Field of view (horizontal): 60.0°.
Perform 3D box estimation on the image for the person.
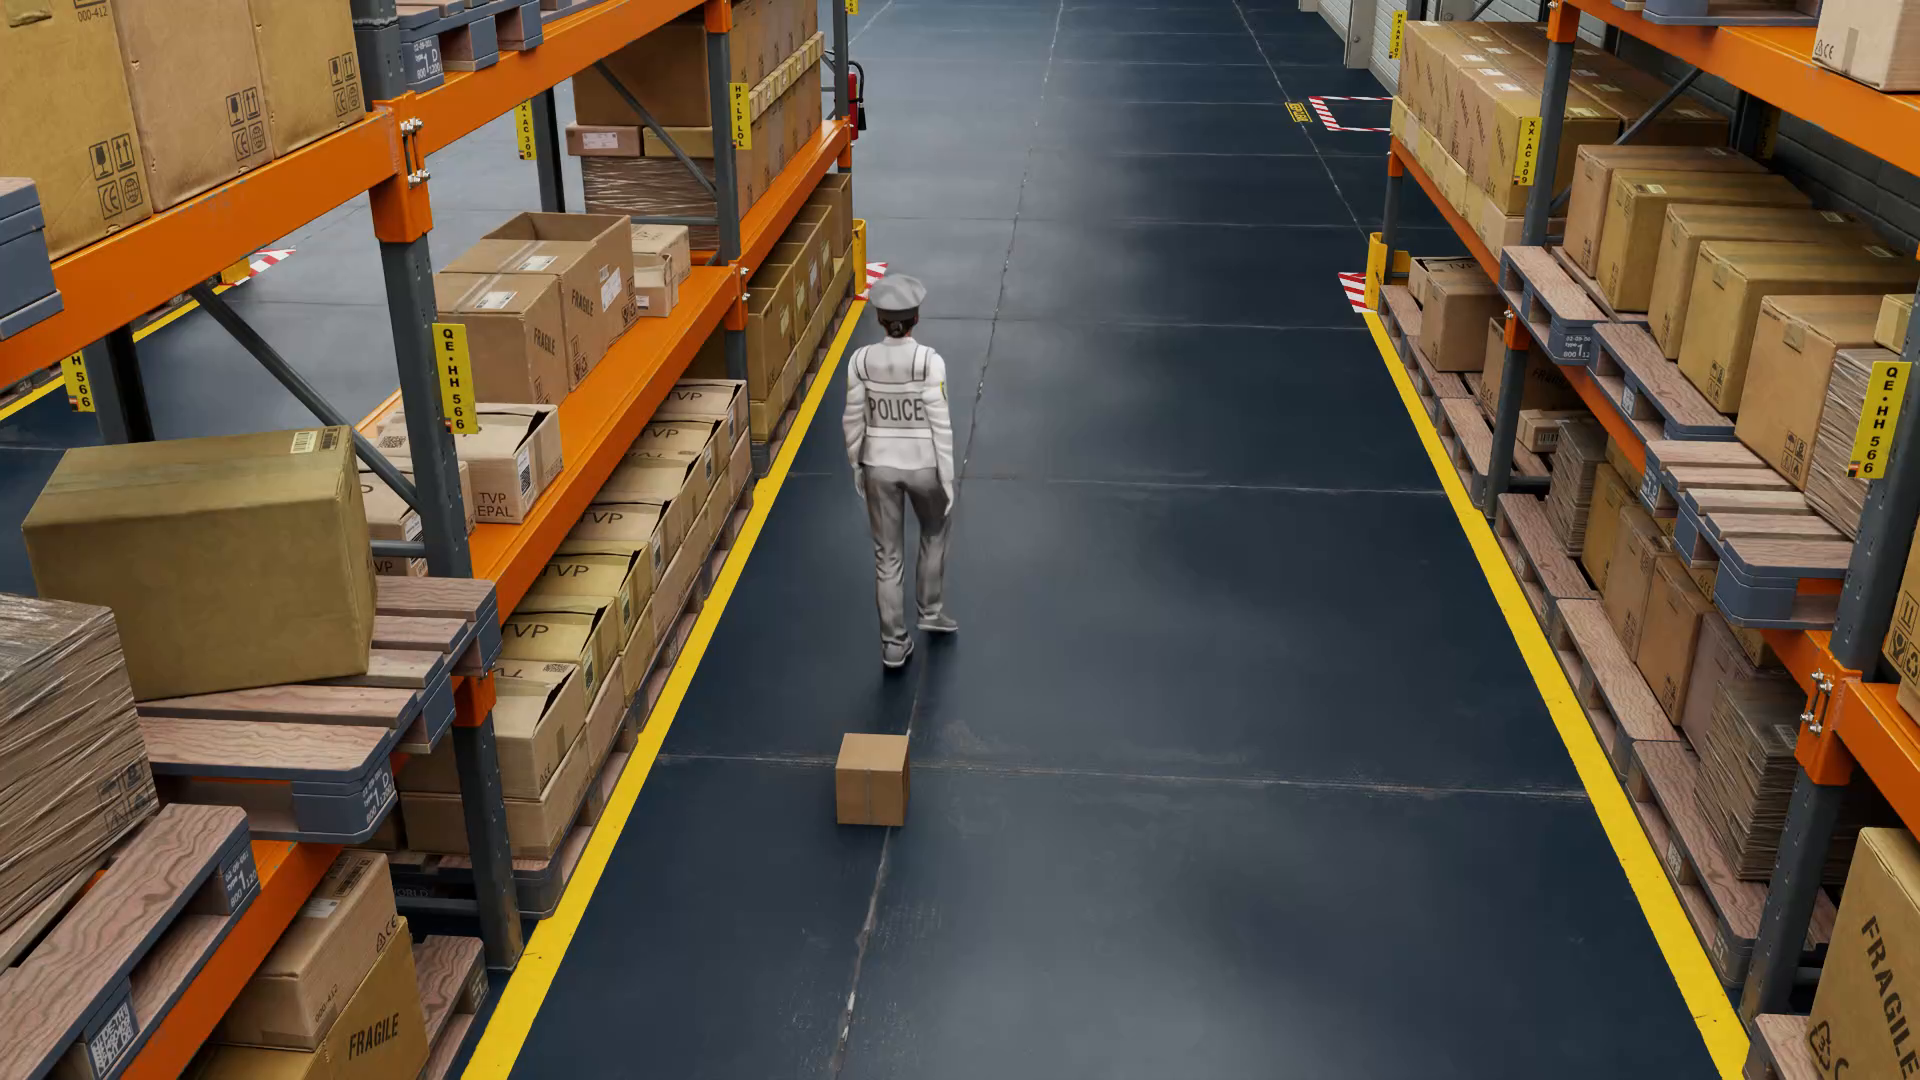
[{"bbox_3d":[-0.265,-0.264,7.191,0.508,1.714,0.577,3,25,7],"label":"person"}]
